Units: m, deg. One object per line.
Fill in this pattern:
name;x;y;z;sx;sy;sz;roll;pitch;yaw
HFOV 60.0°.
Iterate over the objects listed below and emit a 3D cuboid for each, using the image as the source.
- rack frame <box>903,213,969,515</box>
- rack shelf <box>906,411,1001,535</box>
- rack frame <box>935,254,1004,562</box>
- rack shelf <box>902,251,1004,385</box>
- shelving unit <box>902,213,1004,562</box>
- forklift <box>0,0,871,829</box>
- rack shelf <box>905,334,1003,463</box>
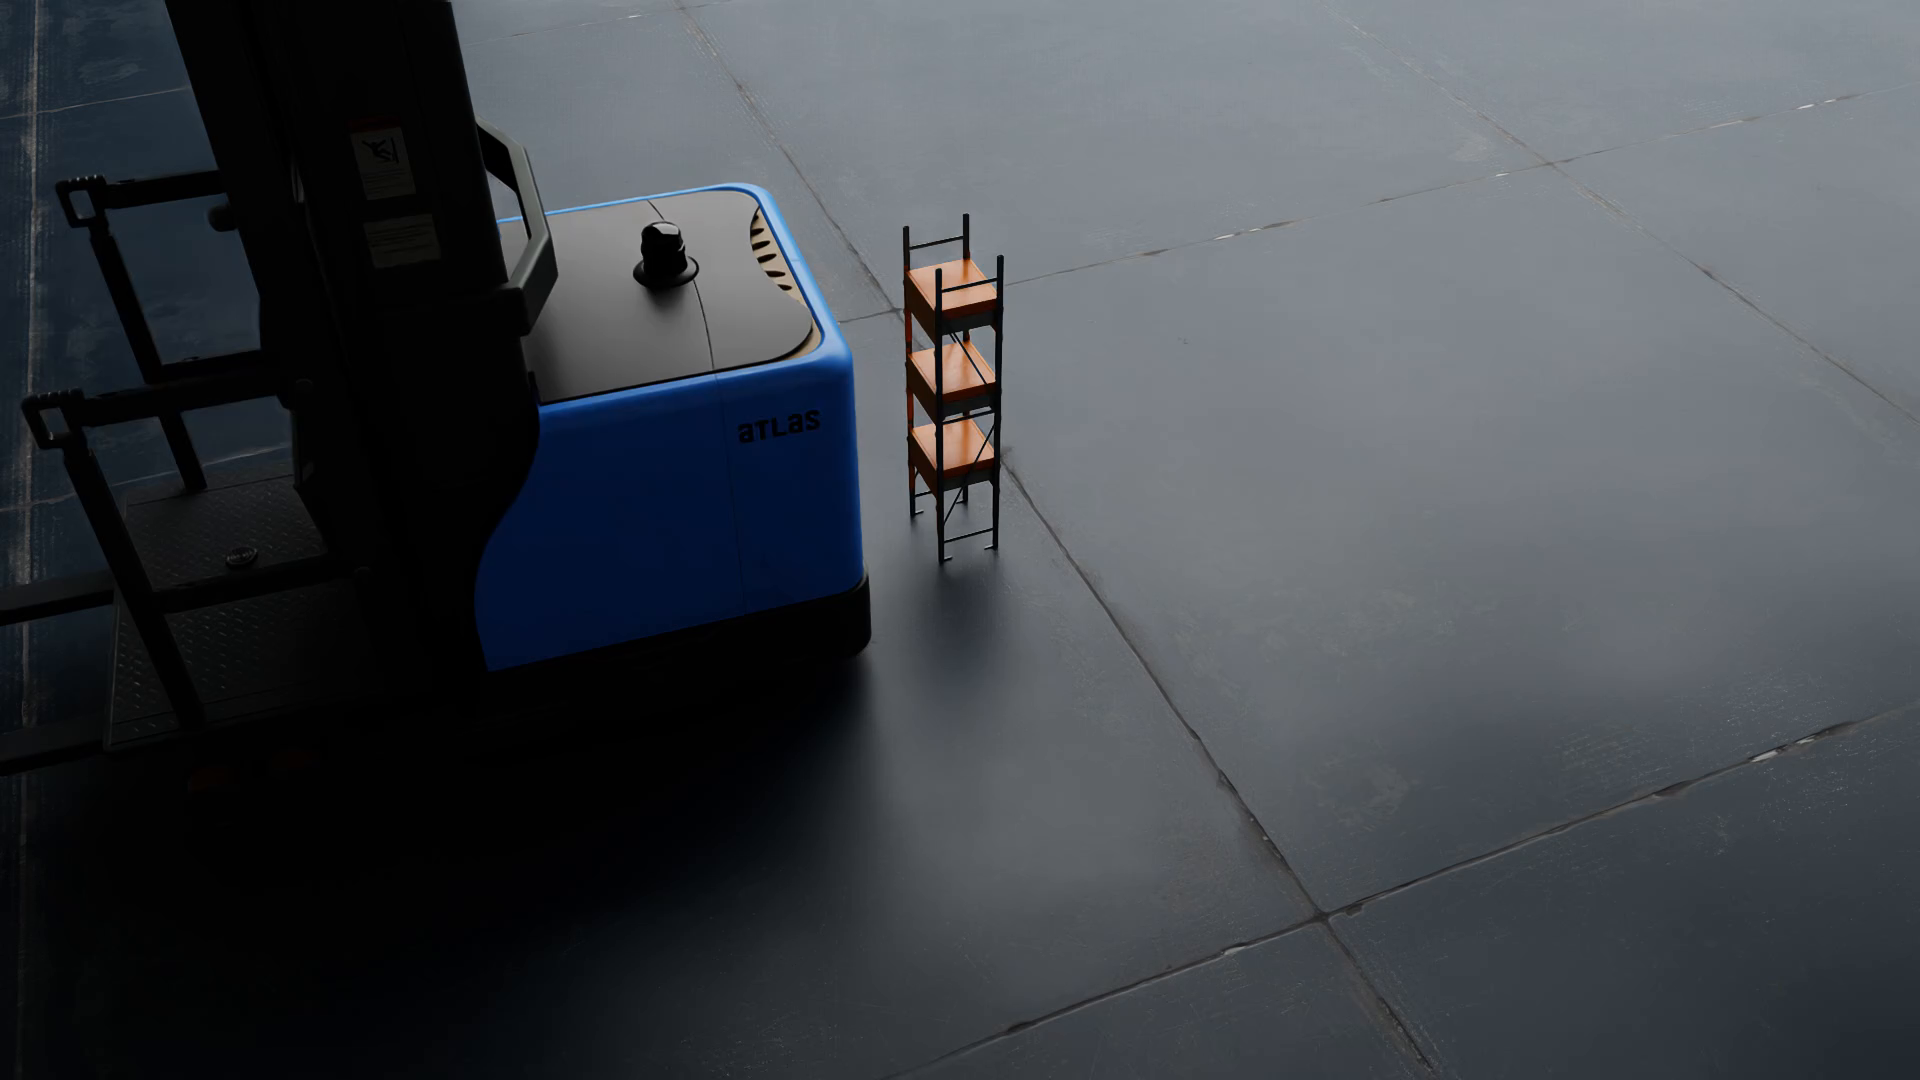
rack frame;-0.067;-0.504;5.031;0.200;1.050;0.008;-15;43;-17
rack shelf;-0.020;-0.212;5.133;0.215;0.259;0.240;-15;43;-17
rack frame;0.026;-0.357;4.860;0.200;1.050;0.008;-15;43;-17
rack shelf;-0.020;-0.637;4.767;0.215;0.259;0.240;-15;43;-17
shelving unit;-0.020;-0.430;4.945;0.215;1.050;0.252;-15;43;-17
forklift;-1.832;-0.749;3.873;3.031;2.935;1.130;-12;42;-14
rack shelf;-0.020;-0.422;4.952;0.215;0.259;0.240;-15;43;-17
